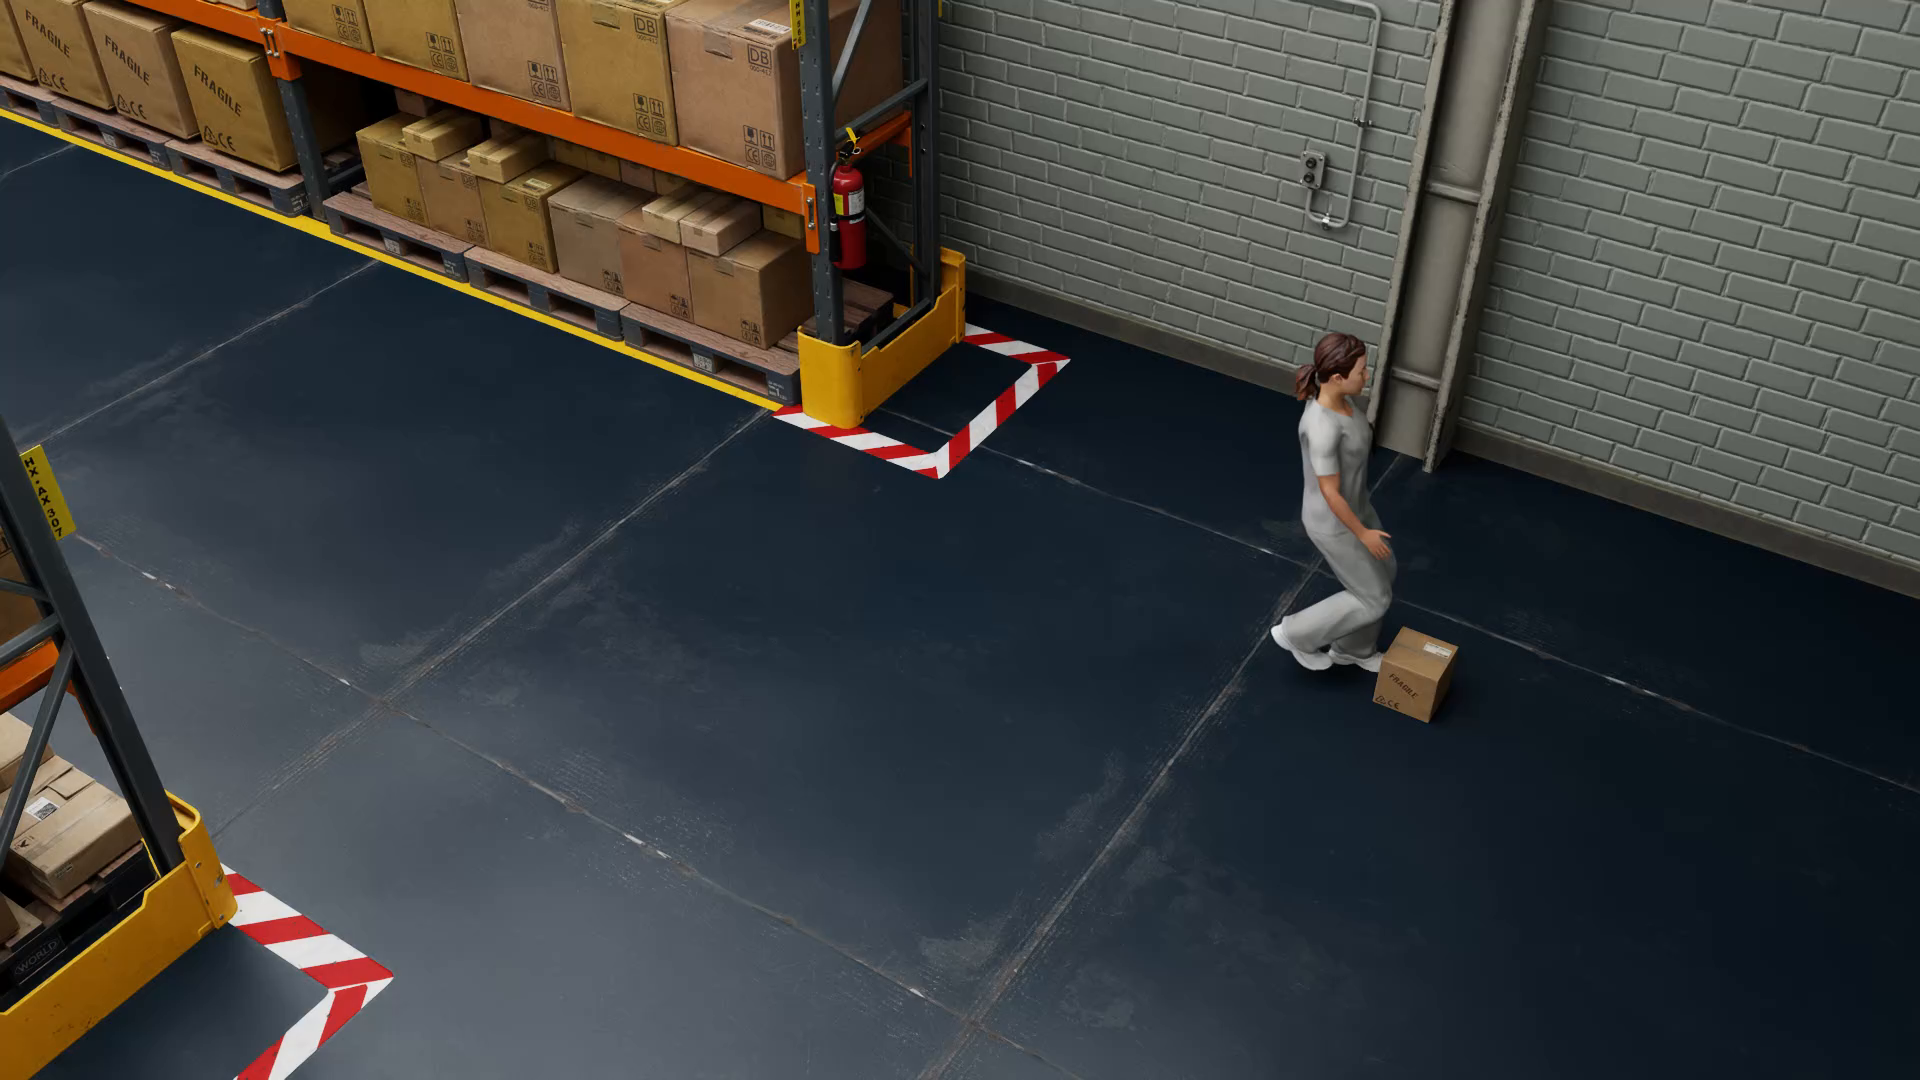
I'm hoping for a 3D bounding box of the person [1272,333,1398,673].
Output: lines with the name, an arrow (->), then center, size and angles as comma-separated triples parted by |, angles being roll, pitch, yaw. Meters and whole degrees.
person -> 1.618, -0.095, 6.859 | 0.626, 1.616, 0.460 | 13, 40, 16
